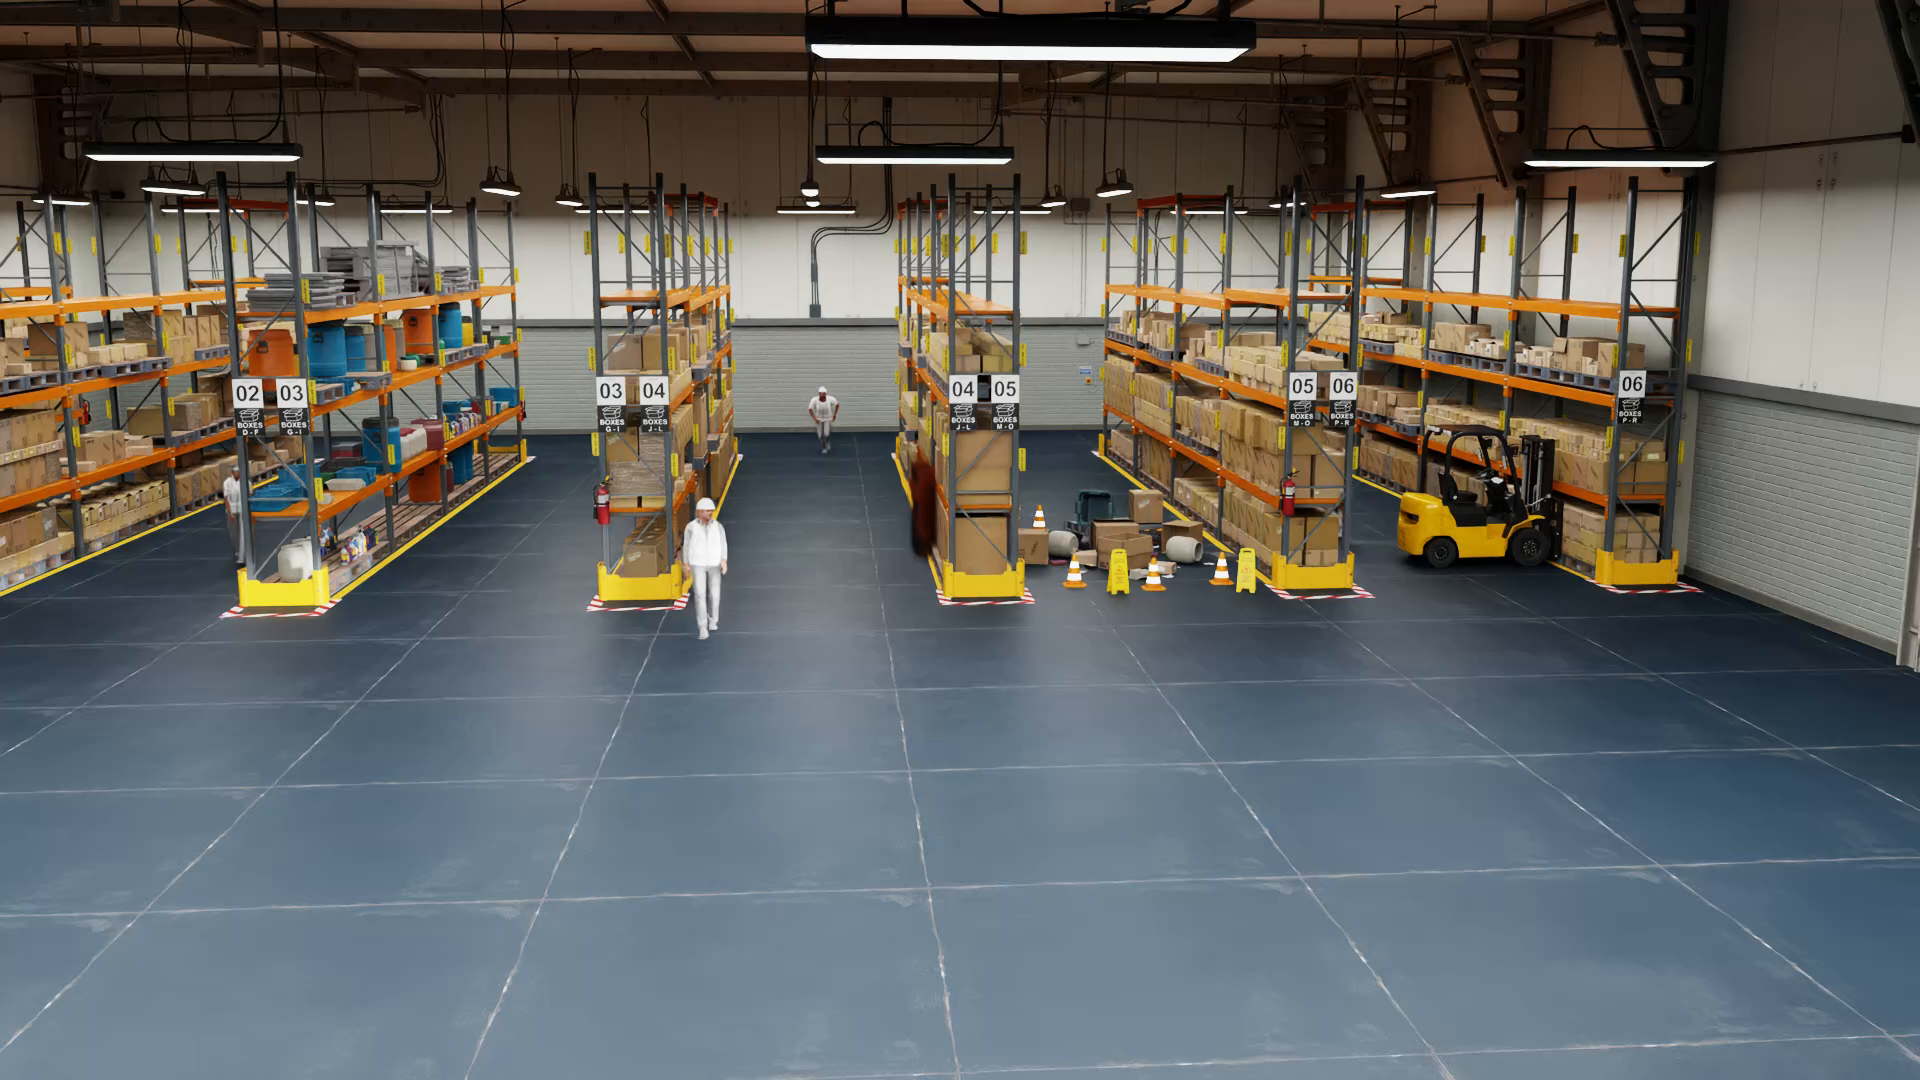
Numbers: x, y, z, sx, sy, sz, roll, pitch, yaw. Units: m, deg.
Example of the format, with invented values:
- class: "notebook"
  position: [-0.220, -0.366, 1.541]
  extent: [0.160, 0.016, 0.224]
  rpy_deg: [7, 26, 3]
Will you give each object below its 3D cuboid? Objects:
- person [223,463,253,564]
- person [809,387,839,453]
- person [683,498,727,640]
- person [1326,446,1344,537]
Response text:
- class: "person"
  position: [-11.532, -0.450, 26.601]
  extent: [0.439, 1.582, 1.068]
  rpy_deg: [-3, 11, -17]
- class: "person"
  position: [-3.311, -2.920, 40.473]
  extent: [0.719, 1.655, 0.736]
  rpy_deg: [1, 10, 4]
- class: "person"
  position: [-3.282, 0.362, 21.693]
  extent: [0.570, 1.775, 0.750]
  rpy_deg: [-4, 11, -20]
- class: "person"
  position: [6.596, -0.816, 28.824]
  extent: [0.482, 1.578, 0.535]
  rpy_deg: [-5, 11, -27]
